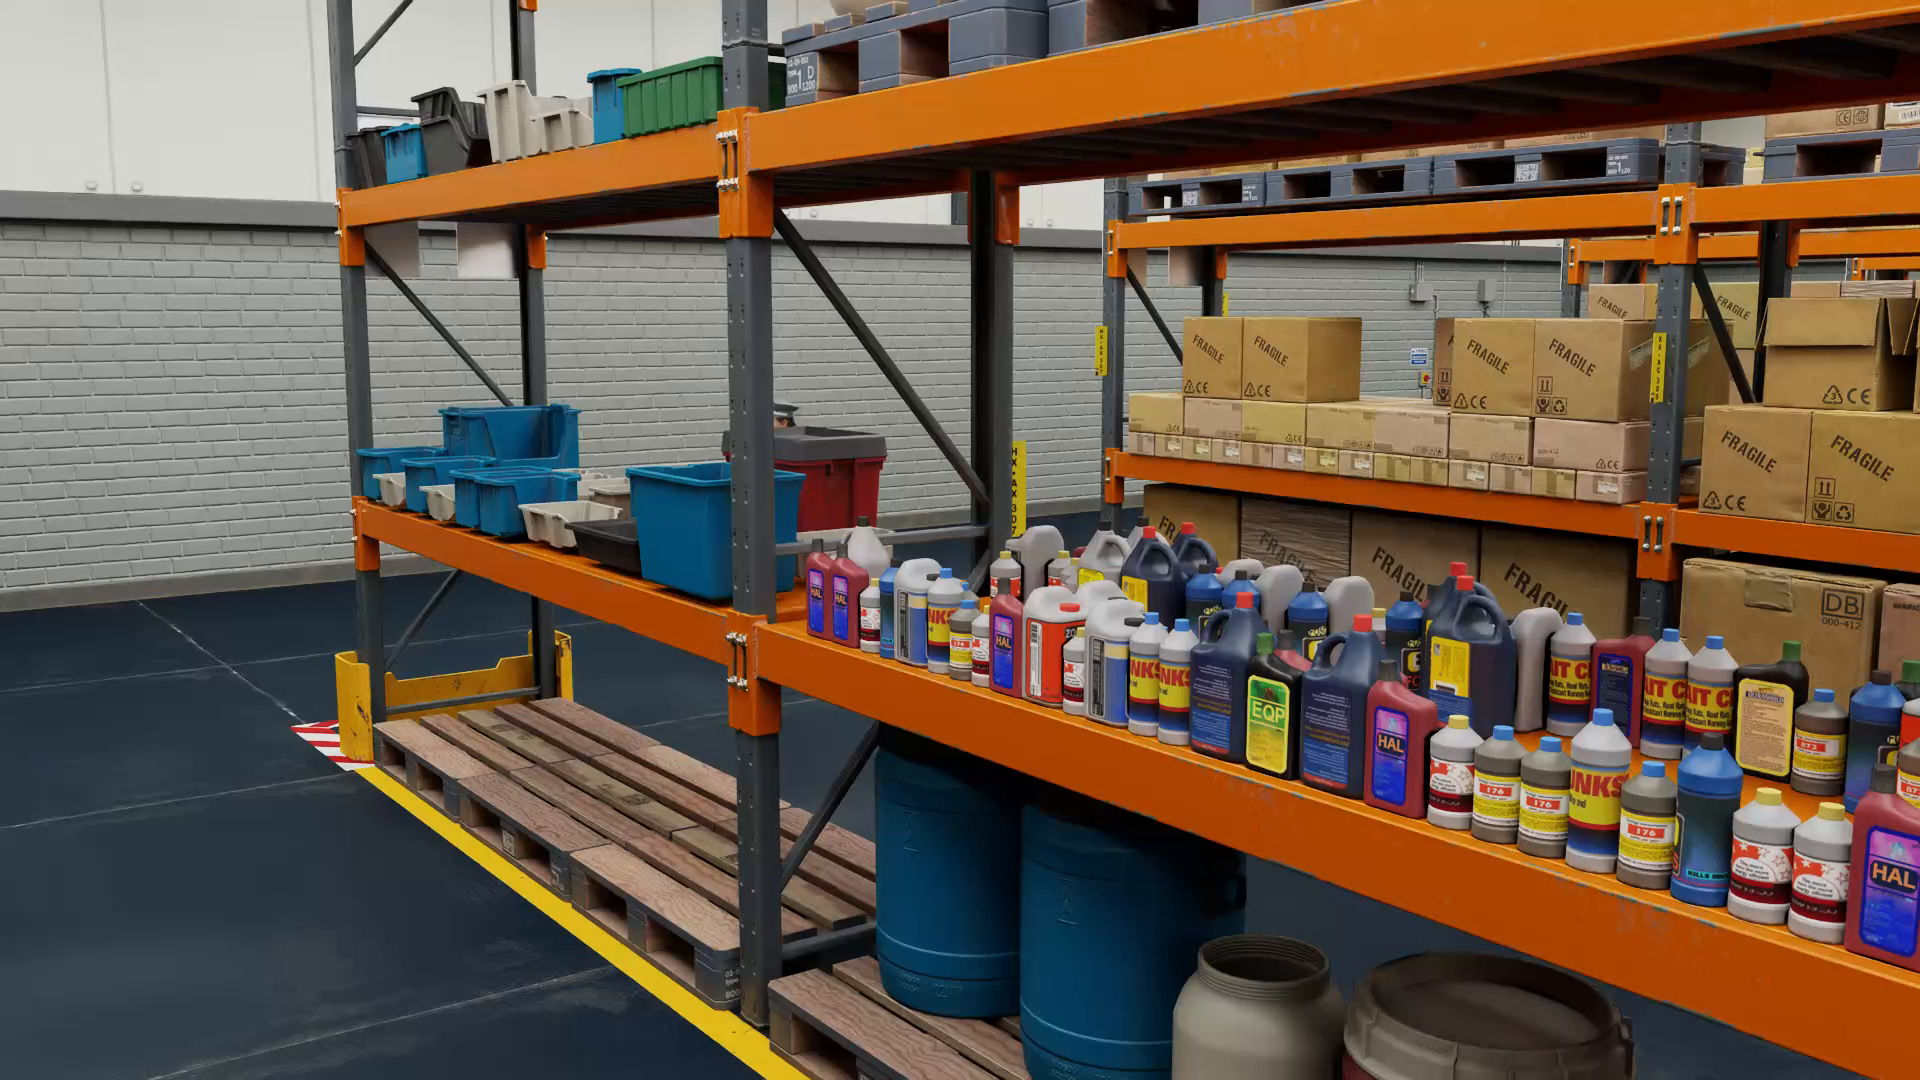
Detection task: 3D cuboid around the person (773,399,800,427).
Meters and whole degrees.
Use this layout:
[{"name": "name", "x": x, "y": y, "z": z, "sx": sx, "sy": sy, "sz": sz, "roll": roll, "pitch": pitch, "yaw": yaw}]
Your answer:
[{"name": "person", "x": -1.179, "y": -0.101, "z": 10.992, "sx": 0.360, "sy": 1.673, "sz": 0.508, "roll": -6, "pitch": 10, "yaw": -37}]
